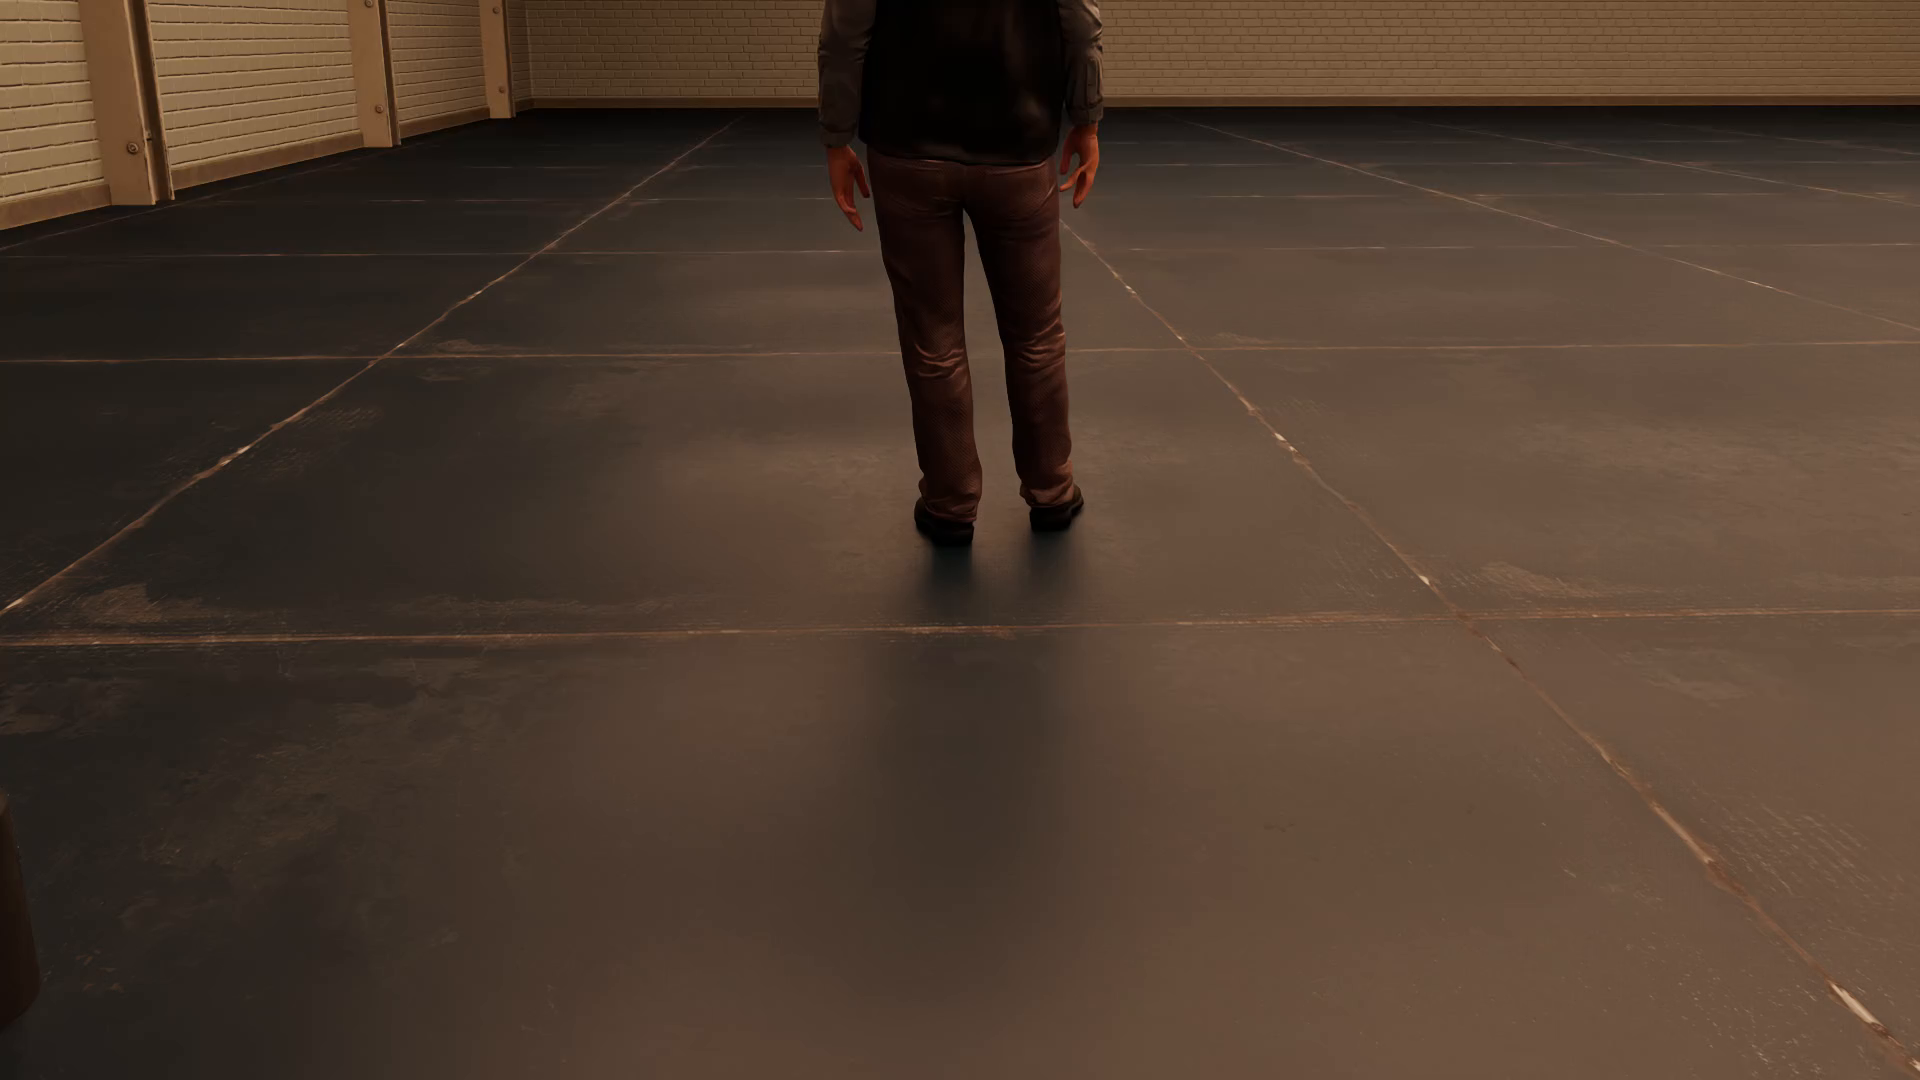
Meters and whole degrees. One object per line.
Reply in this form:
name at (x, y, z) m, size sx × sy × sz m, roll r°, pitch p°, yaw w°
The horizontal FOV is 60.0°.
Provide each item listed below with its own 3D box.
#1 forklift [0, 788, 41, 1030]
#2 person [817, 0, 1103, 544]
forklift at (-2.413, -0.562, 0.745) m, size 1.130 × 2.935 × 3.031 m, roll 14°, pitch 22°, yaw 39°
person at (0.005, -0.847, 3.733) m, size 0.632 × 1.713 × 0.552 m, roll -1°, pitch 17°, yaw -3°
